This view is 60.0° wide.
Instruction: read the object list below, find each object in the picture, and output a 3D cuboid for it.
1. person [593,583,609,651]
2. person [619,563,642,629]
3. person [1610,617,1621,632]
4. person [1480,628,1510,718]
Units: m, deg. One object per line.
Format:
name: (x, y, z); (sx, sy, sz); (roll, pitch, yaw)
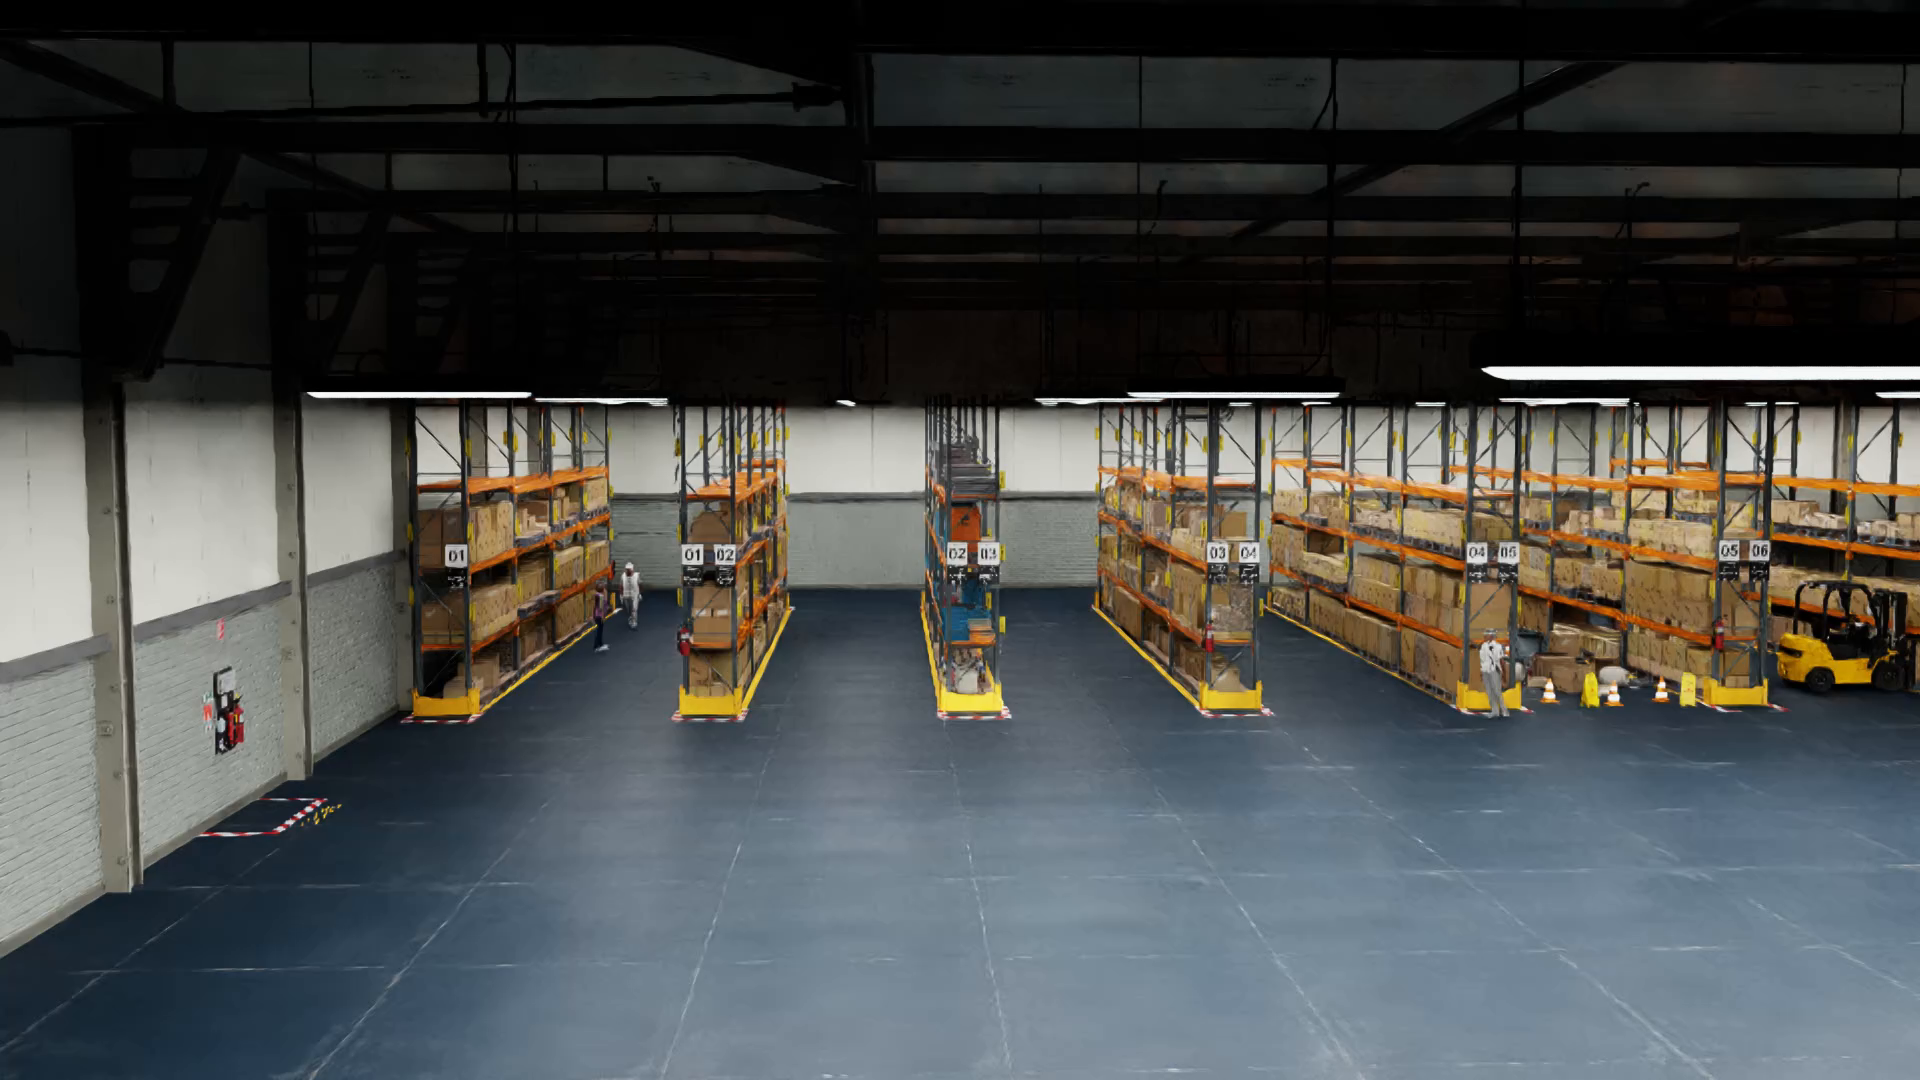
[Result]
person: (-8.475, 1.806, 39.297); (0.420, 1.602, 0.505); (-2, 5, -25)
person: (-8.598, 1.434, 43.346); (0.566, 1.706, 1.122); (0, 5, 0)
person: (16.207, 1.625, 41.135); (0.481, 1.674, 0.492); (2, 5, 28)
person: (9.922, 2.459, 30.820); (0.452, 1.668, 0.581); (-2, 5, -29)
